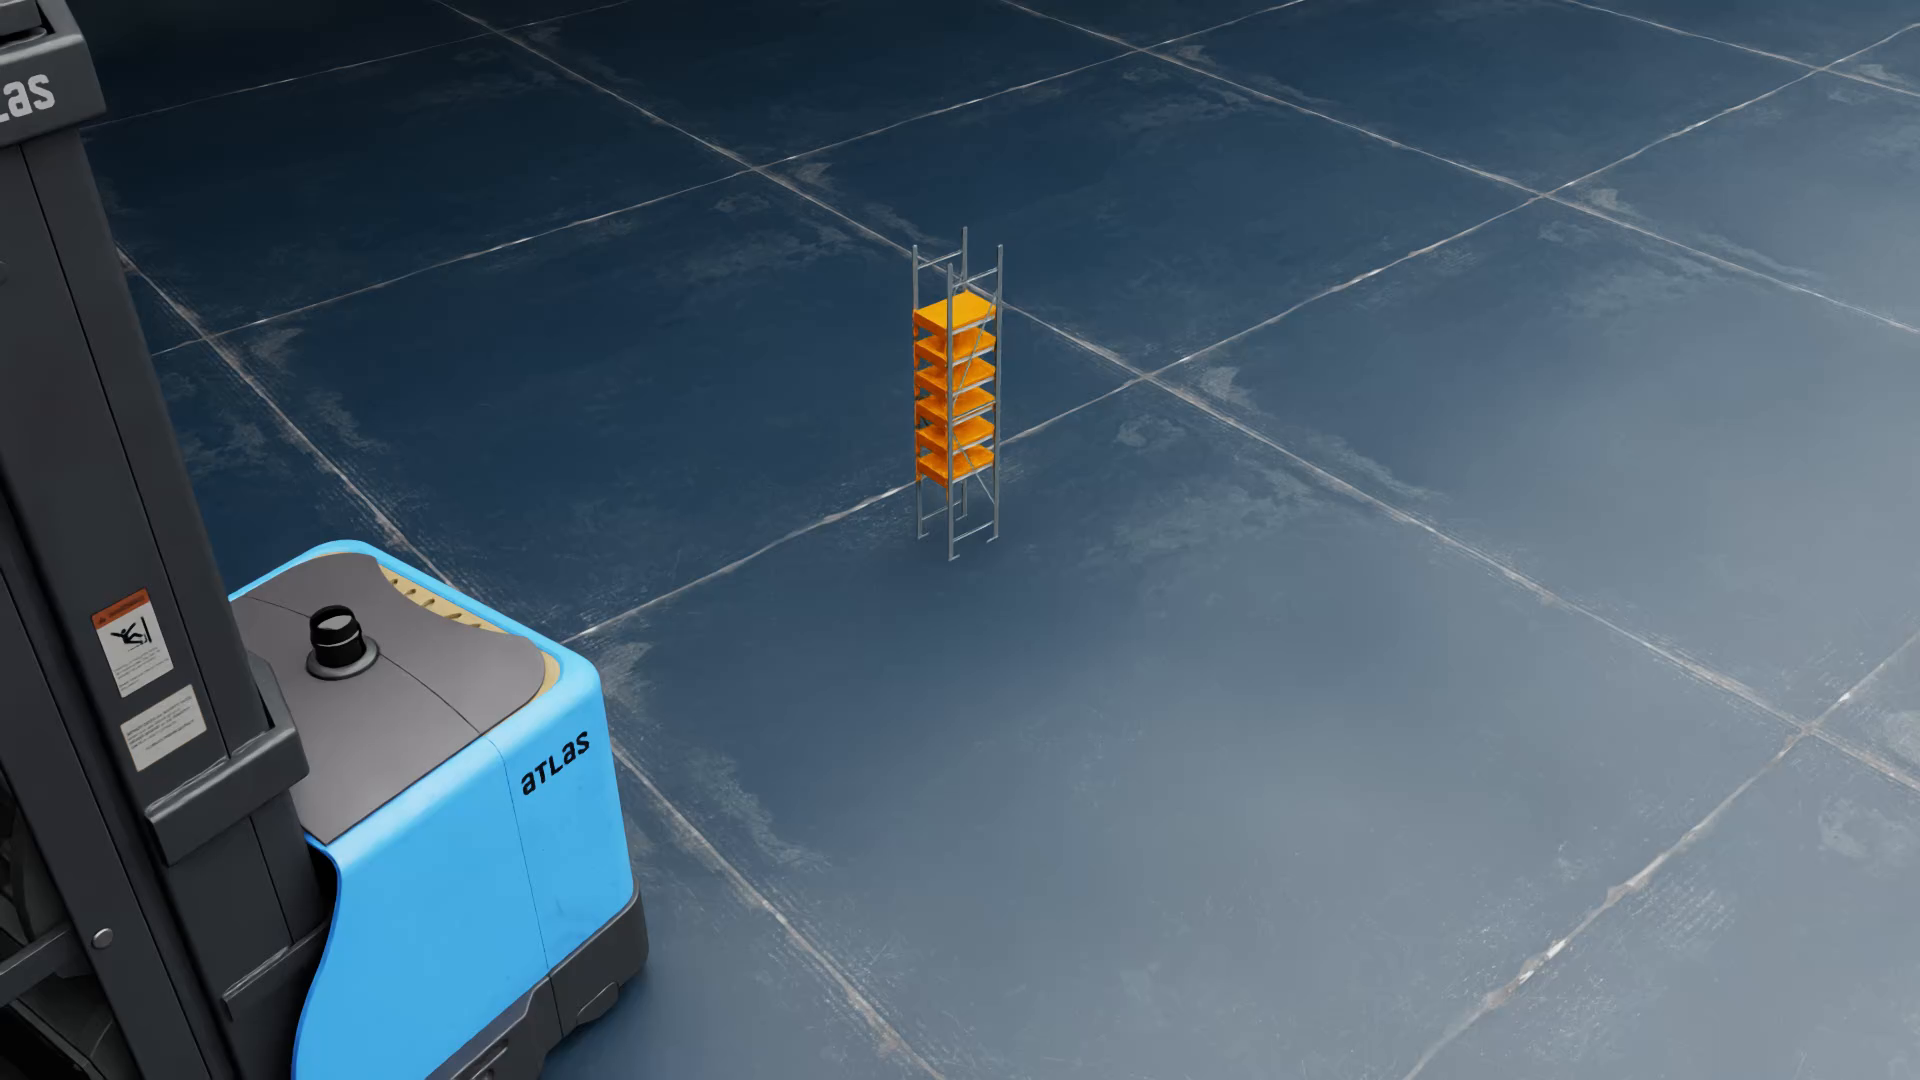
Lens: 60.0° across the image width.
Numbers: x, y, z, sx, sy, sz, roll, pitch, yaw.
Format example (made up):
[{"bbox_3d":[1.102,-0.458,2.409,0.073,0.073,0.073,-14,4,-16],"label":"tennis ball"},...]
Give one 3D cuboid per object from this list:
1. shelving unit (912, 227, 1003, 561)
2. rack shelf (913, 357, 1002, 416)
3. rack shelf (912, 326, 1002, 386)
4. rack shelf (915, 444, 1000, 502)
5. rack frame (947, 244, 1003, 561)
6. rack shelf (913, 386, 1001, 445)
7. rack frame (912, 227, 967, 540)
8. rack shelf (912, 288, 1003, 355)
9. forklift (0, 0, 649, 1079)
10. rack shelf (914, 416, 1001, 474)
[{"bbox_3d":[-0.009,-0.496,5.912,0.258,1.200,0.189,-26,43,-32],"label":"shelving unit"},{"bbox_3d":[-0.009,-0.558,5.869,0.258,0.103,0.180,-26,43,-32],"label":"rack shelf"},{"bbox_3d":[-0.009,-0.656,5.799,0.258,0.103,0.180,-26,43,-32],"label":"rack shelf"},{"bbox_3d":[-0.009,-0.264,6.077,0.258,0.103,0.180,-26,43,-32],"label":"rack shelf"},{"bbox_3d":[0.050,-0.456,5.855,0.240,1.200,0.006,-26,43,-32],"label":"rack frame"},{"bbox_3d":[-0.009,-0.460,5.938,0.258,0.103,0.180,-26,43,-32],"label":"rack shelf"},{"bbox_3d":[-0.068,-0.536,5.969,0.240,1.200,0.006,-26,43,-32],"label":"rack frame"},{"bbox_3d":[-0.009,-0.754,5.730,0.258,0.103,0.180,-26,43,-32],"label":"rack shelf"},{"bbox_3d":[-2.115,0.509,2.995,1.130,2.935,3.031,23,41,28],"label":"forklift"},{"bbox_3d":[-0.009,-0.362,6.007,0.258,0.103,0.180,-26,43,-32],"label":"rack shelf"}]
